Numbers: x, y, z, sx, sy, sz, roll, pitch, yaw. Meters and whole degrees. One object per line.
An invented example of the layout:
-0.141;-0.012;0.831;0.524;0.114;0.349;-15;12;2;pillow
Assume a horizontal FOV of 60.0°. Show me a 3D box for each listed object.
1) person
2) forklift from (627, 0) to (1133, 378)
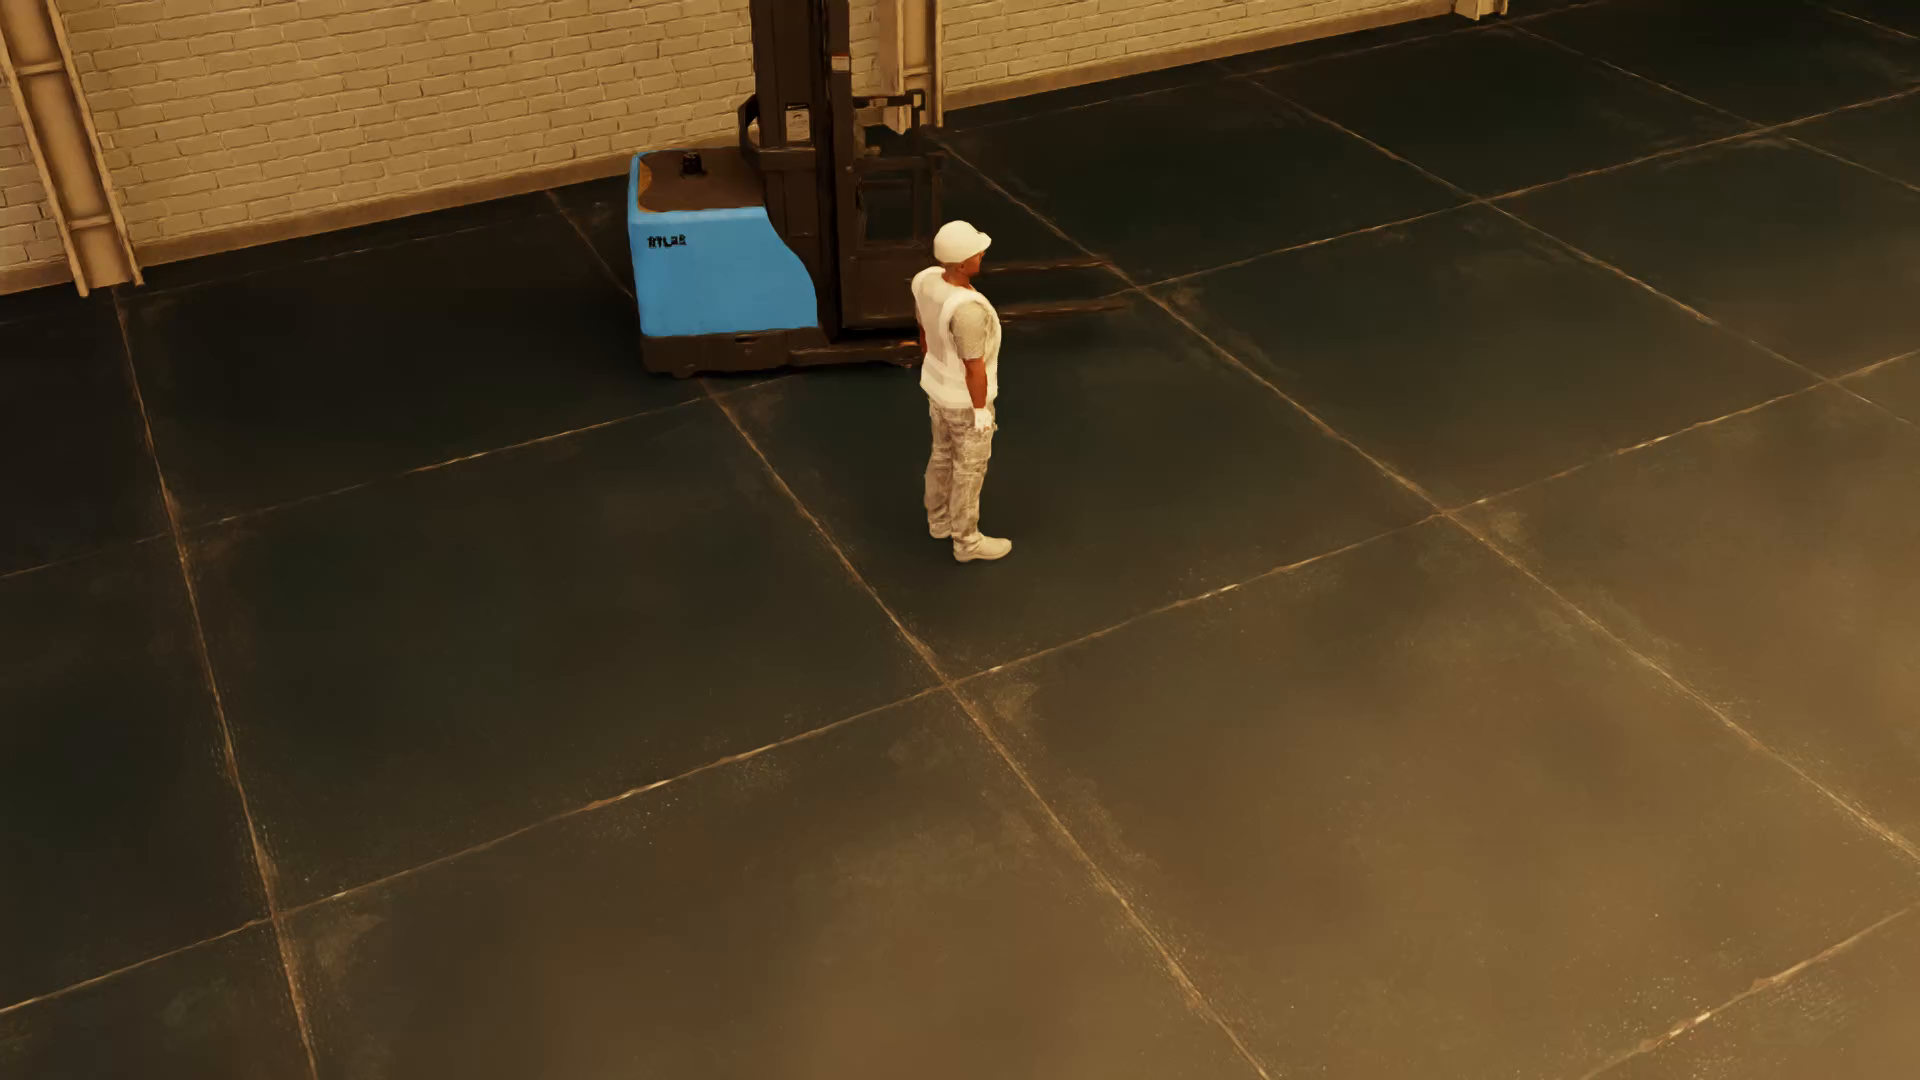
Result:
0.011;-0.734;8.152;0.365;1.790;0.546;-17;39;-23;person
-0.469;-2.549;9.729;3.031;2.935;1.130;-5;36;-7;forklift
